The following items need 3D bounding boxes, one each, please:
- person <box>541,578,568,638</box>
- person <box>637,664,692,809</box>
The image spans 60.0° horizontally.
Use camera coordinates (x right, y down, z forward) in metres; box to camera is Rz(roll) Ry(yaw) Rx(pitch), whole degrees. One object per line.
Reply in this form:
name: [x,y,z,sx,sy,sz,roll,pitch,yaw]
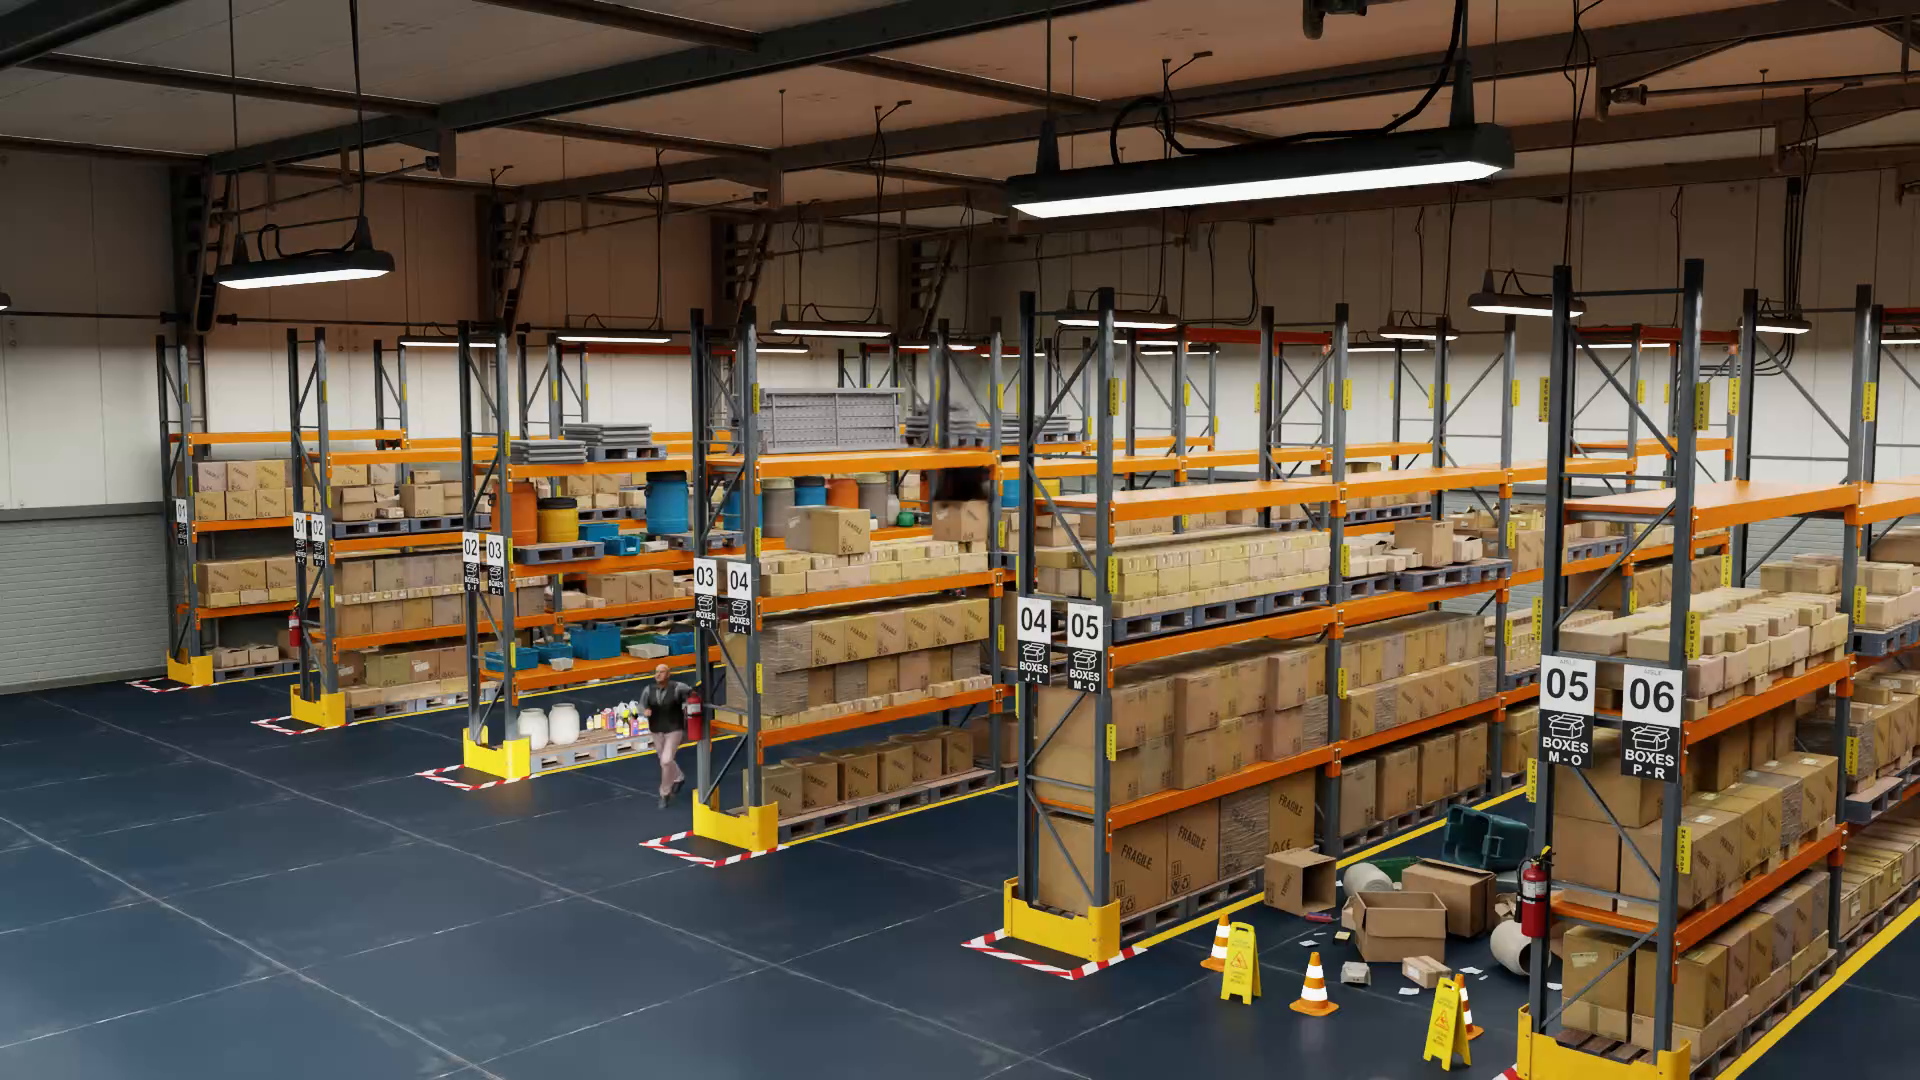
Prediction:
person: [-7.659,1.439,31.283,0.539,1.626,0.719,4,7,39]
person: [-3.610,2.447,20.508,0.680,1.728,0.822,1,6,14]
